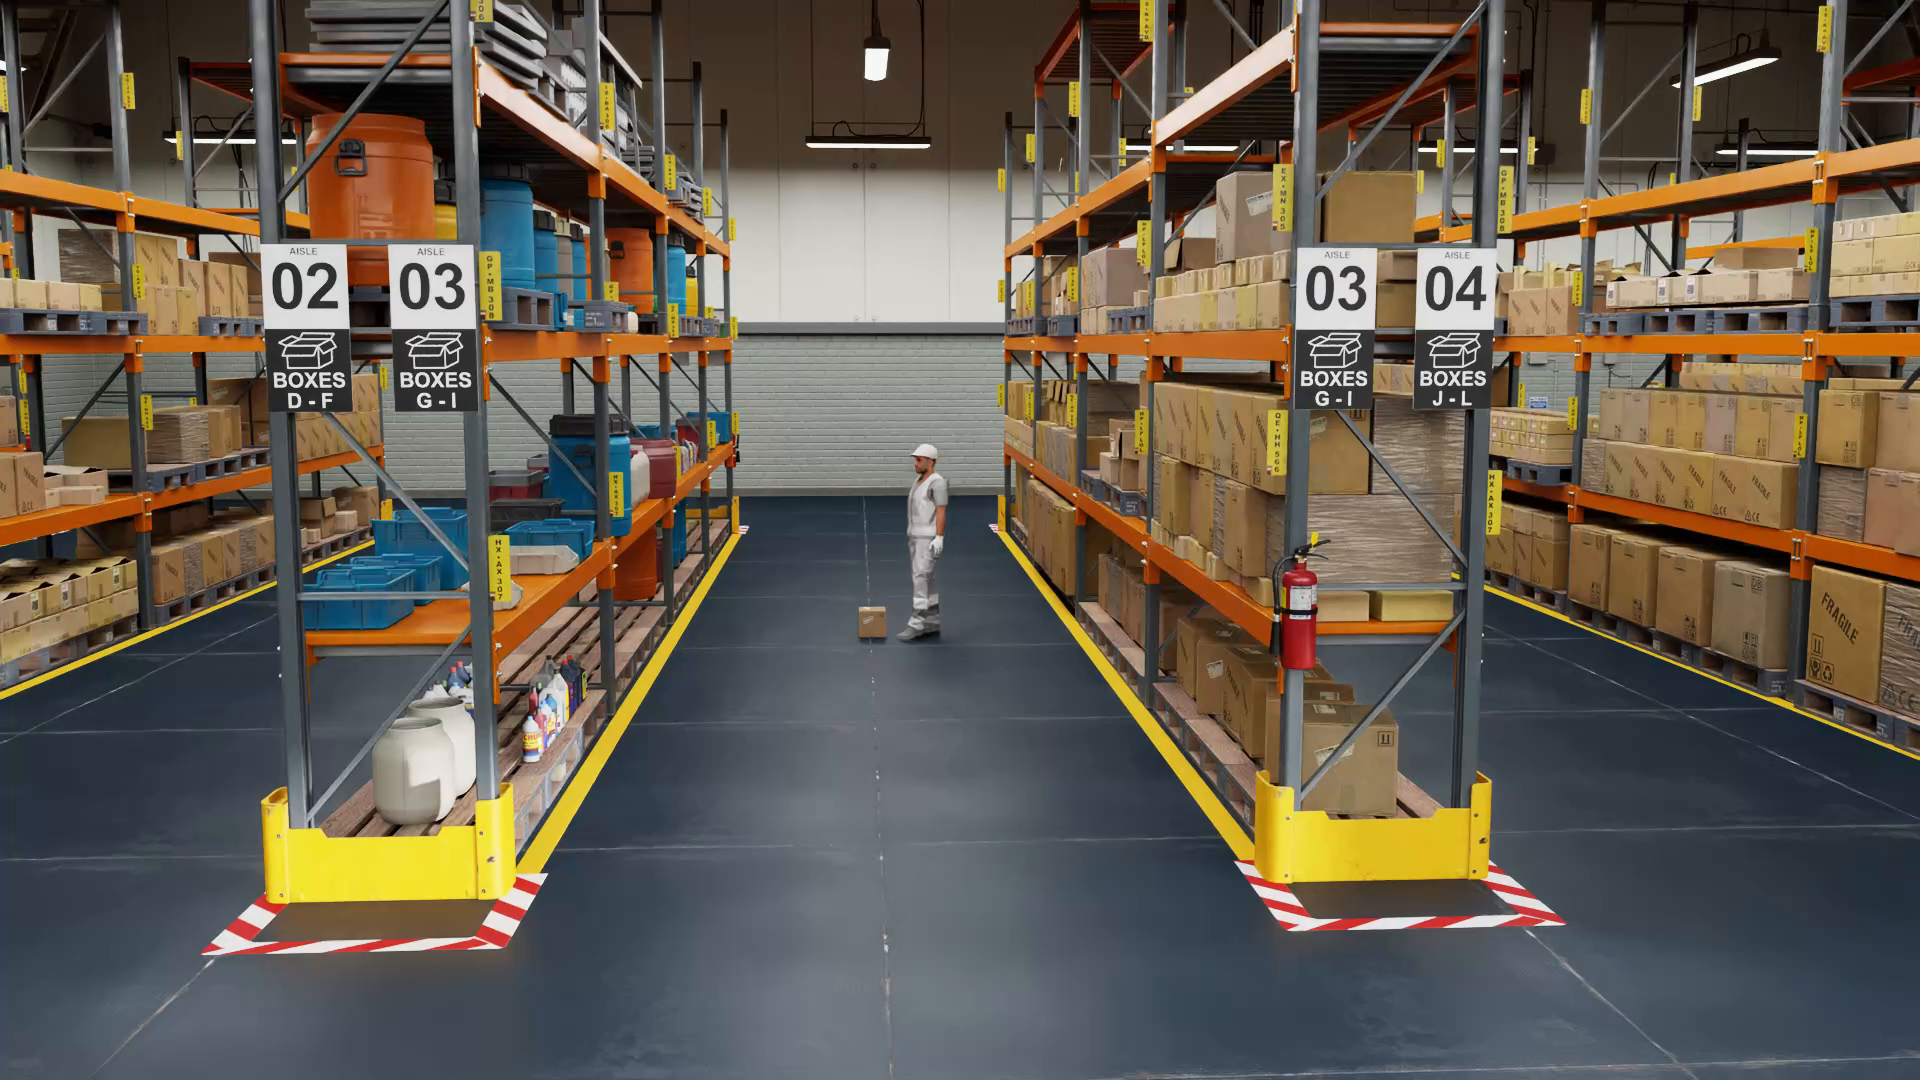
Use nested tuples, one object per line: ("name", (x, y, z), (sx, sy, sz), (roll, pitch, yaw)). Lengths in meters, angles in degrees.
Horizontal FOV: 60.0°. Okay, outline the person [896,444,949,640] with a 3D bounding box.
("person", (-0.427, 0.001, 15.553), (0.587, 1.788, 0.577), (-4, 8, -28))
